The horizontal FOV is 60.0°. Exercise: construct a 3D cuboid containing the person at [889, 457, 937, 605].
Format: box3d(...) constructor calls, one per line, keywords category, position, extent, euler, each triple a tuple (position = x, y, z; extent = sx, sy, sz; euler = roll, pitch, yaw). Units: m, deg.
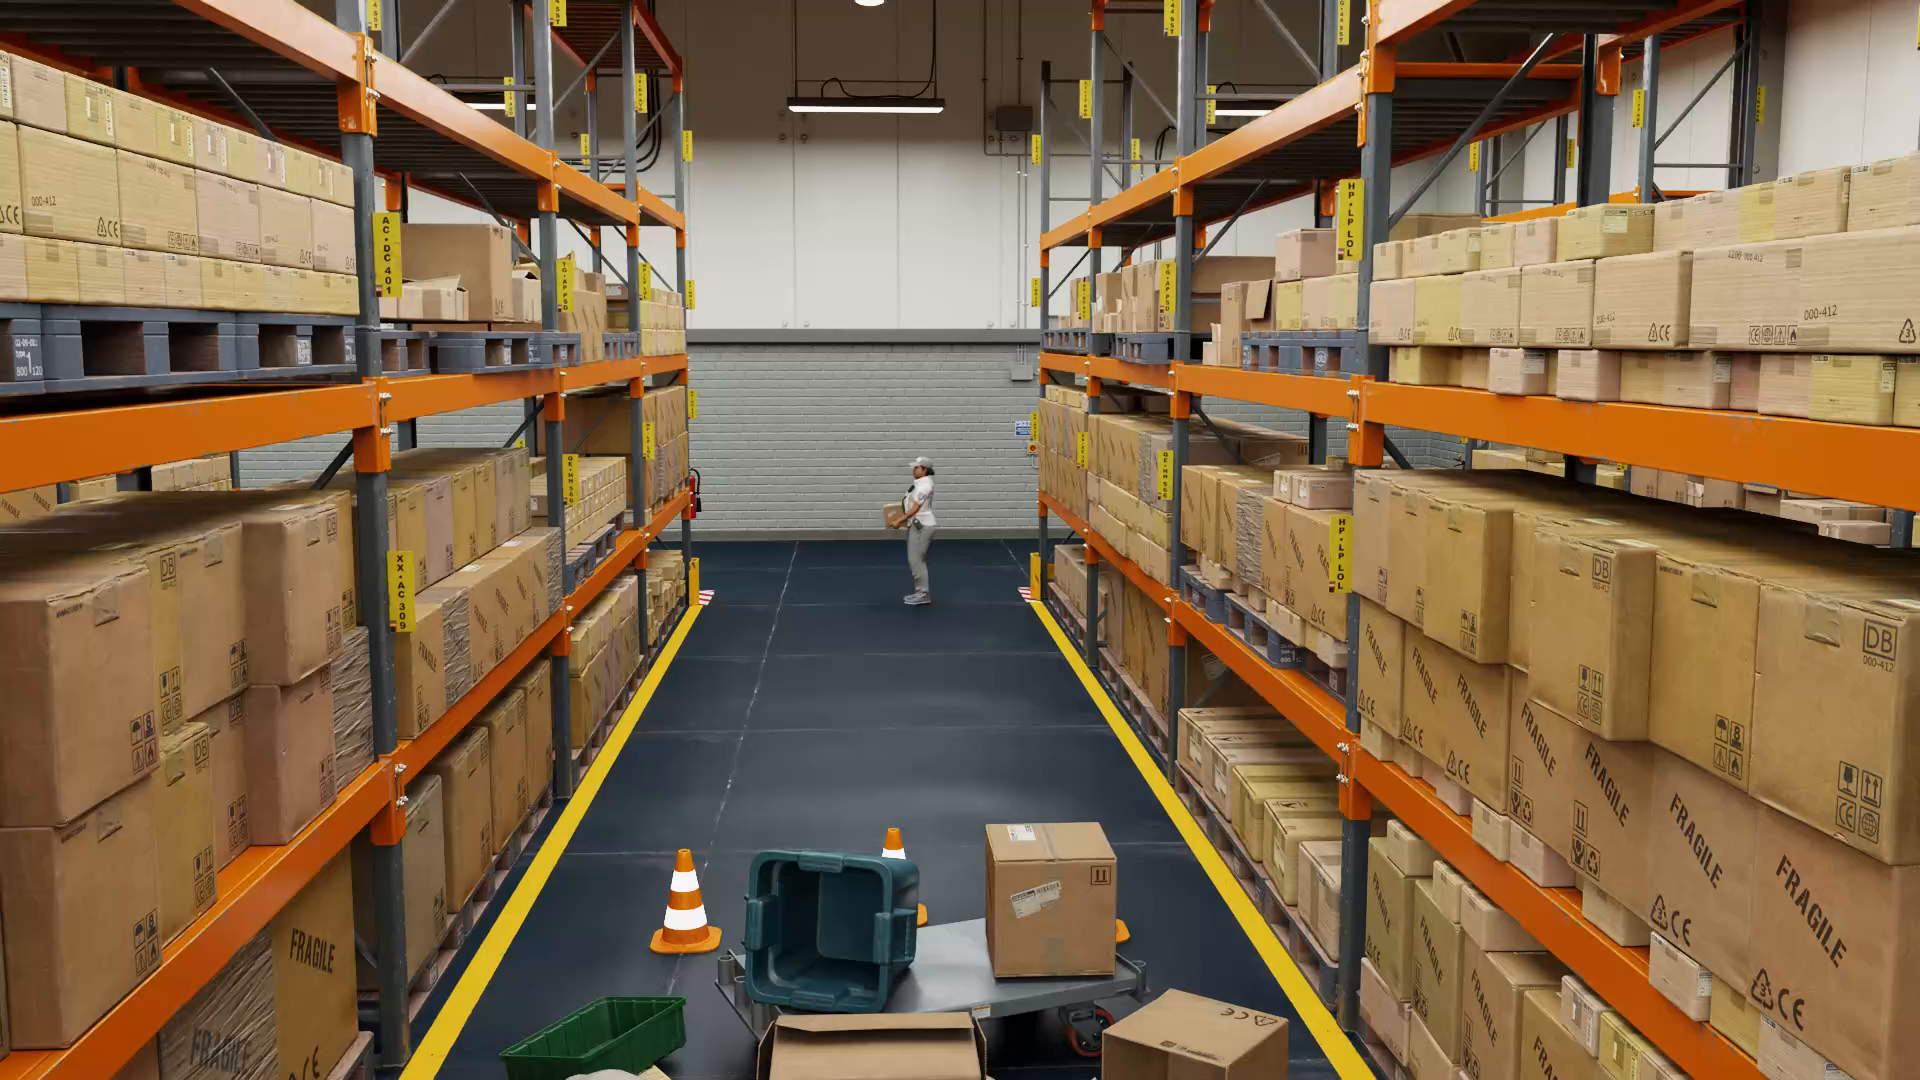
box3d(category="person", position=(-0.532, -0.113, 18.714), extent=(0.541, 1.656, 0.455), euler=(0, 7, -3))
